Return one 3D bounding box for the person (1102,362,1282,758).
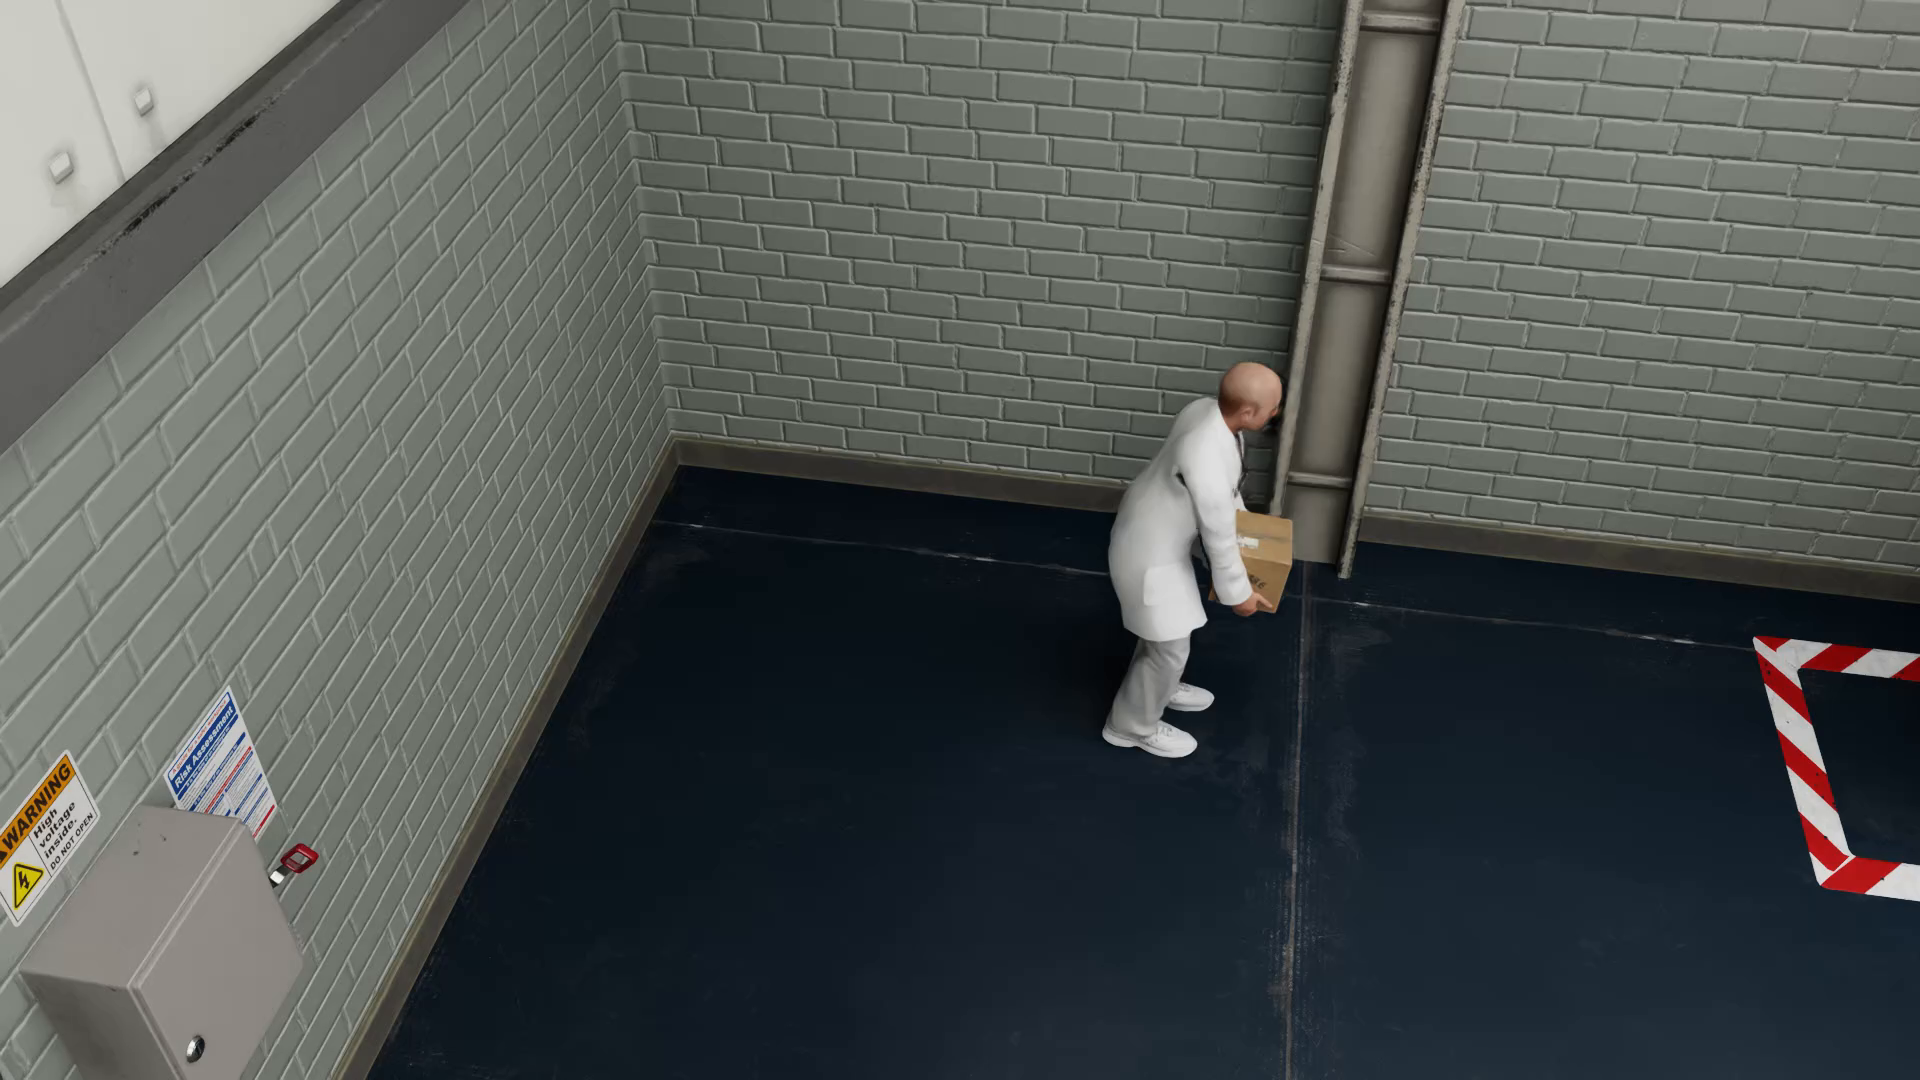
[{"bbox_3d":[0.852,0.079,6.124,0.616,1.721,0.534,6,40,7],"label":"person"}]
